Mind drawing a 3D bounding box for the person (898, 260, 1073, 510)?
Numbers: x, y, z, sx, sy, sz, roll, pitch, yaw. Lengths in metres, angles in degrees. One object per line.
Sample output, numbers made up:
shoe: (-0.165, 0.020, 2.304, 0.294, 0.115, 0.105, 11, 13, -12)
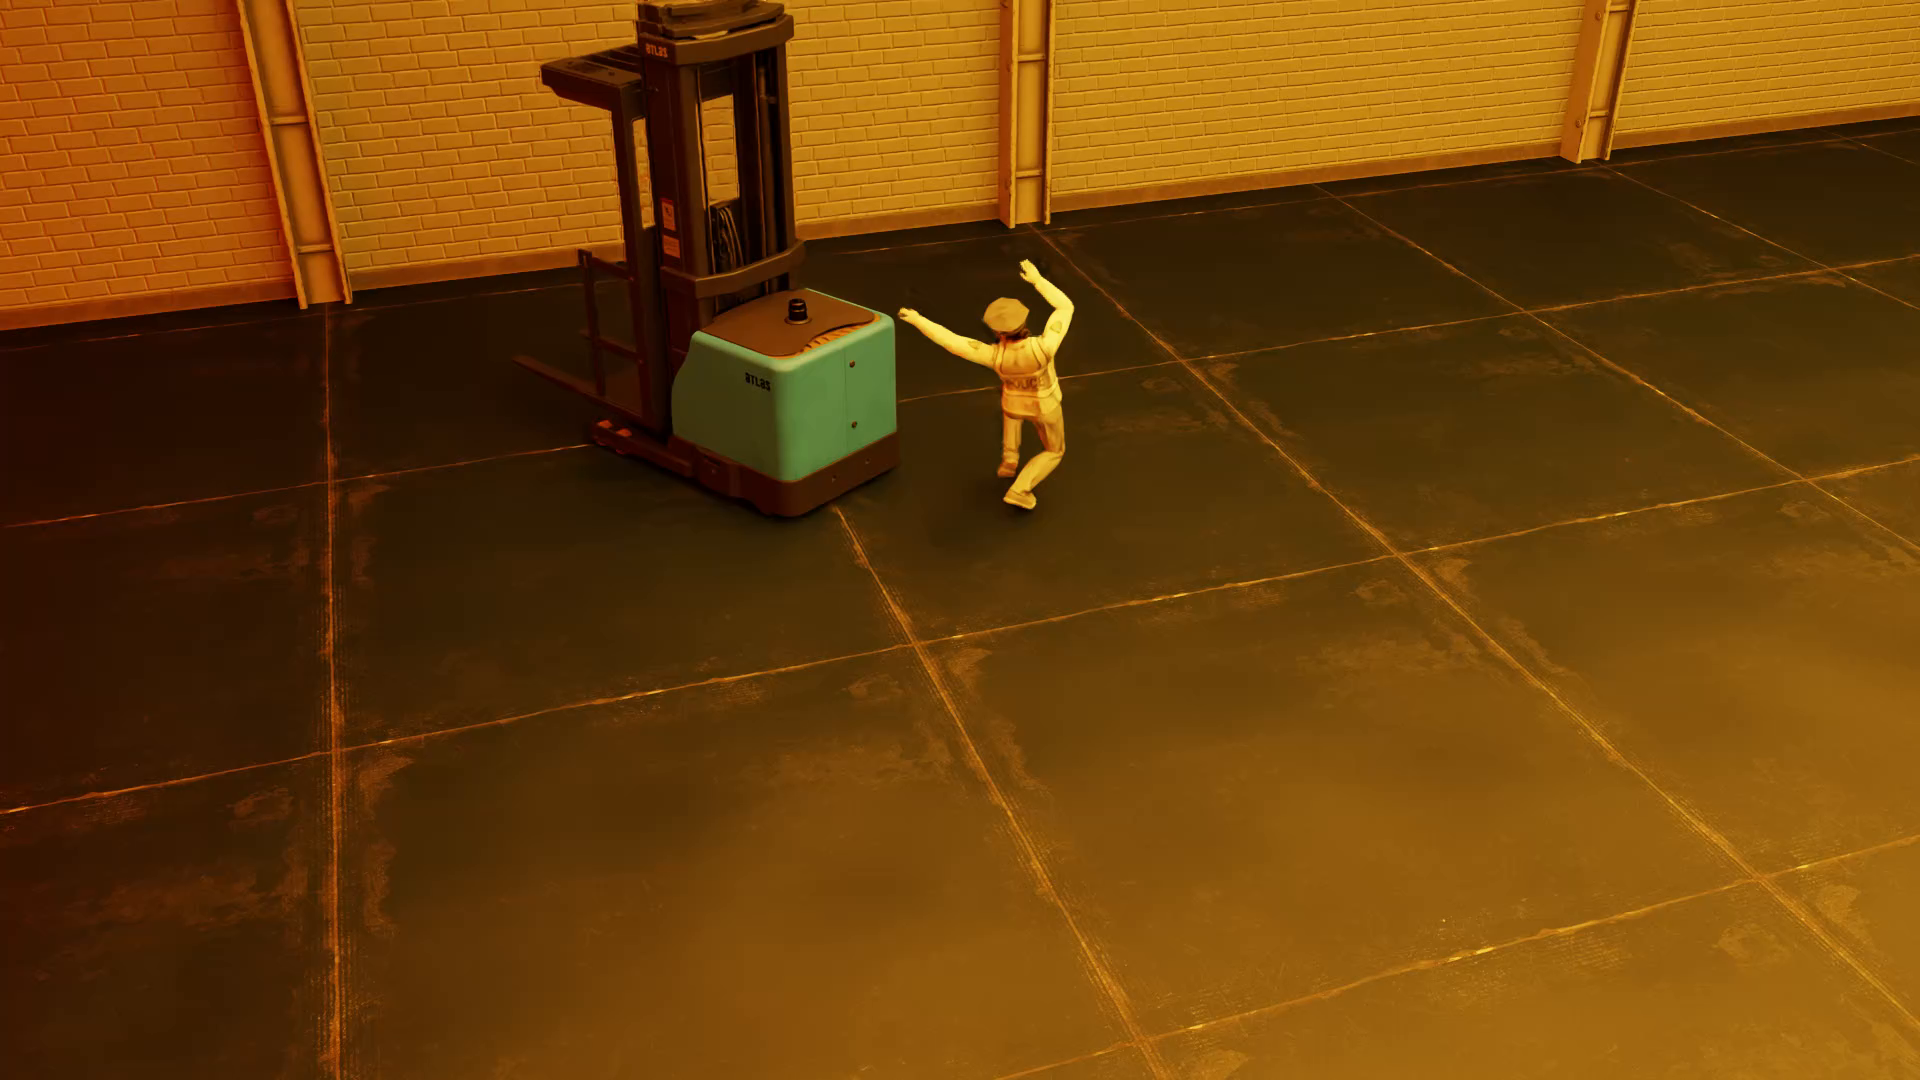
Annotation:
person: (0.179, -0.971, 10.215, 1.022, 1.541, 0.824, 9, 31, 16)

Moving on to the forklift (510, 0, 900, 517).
forklift: (-1.838, -2.015, 10.589, 3.031, 2.935, 1.130, 23, 37, 34)
